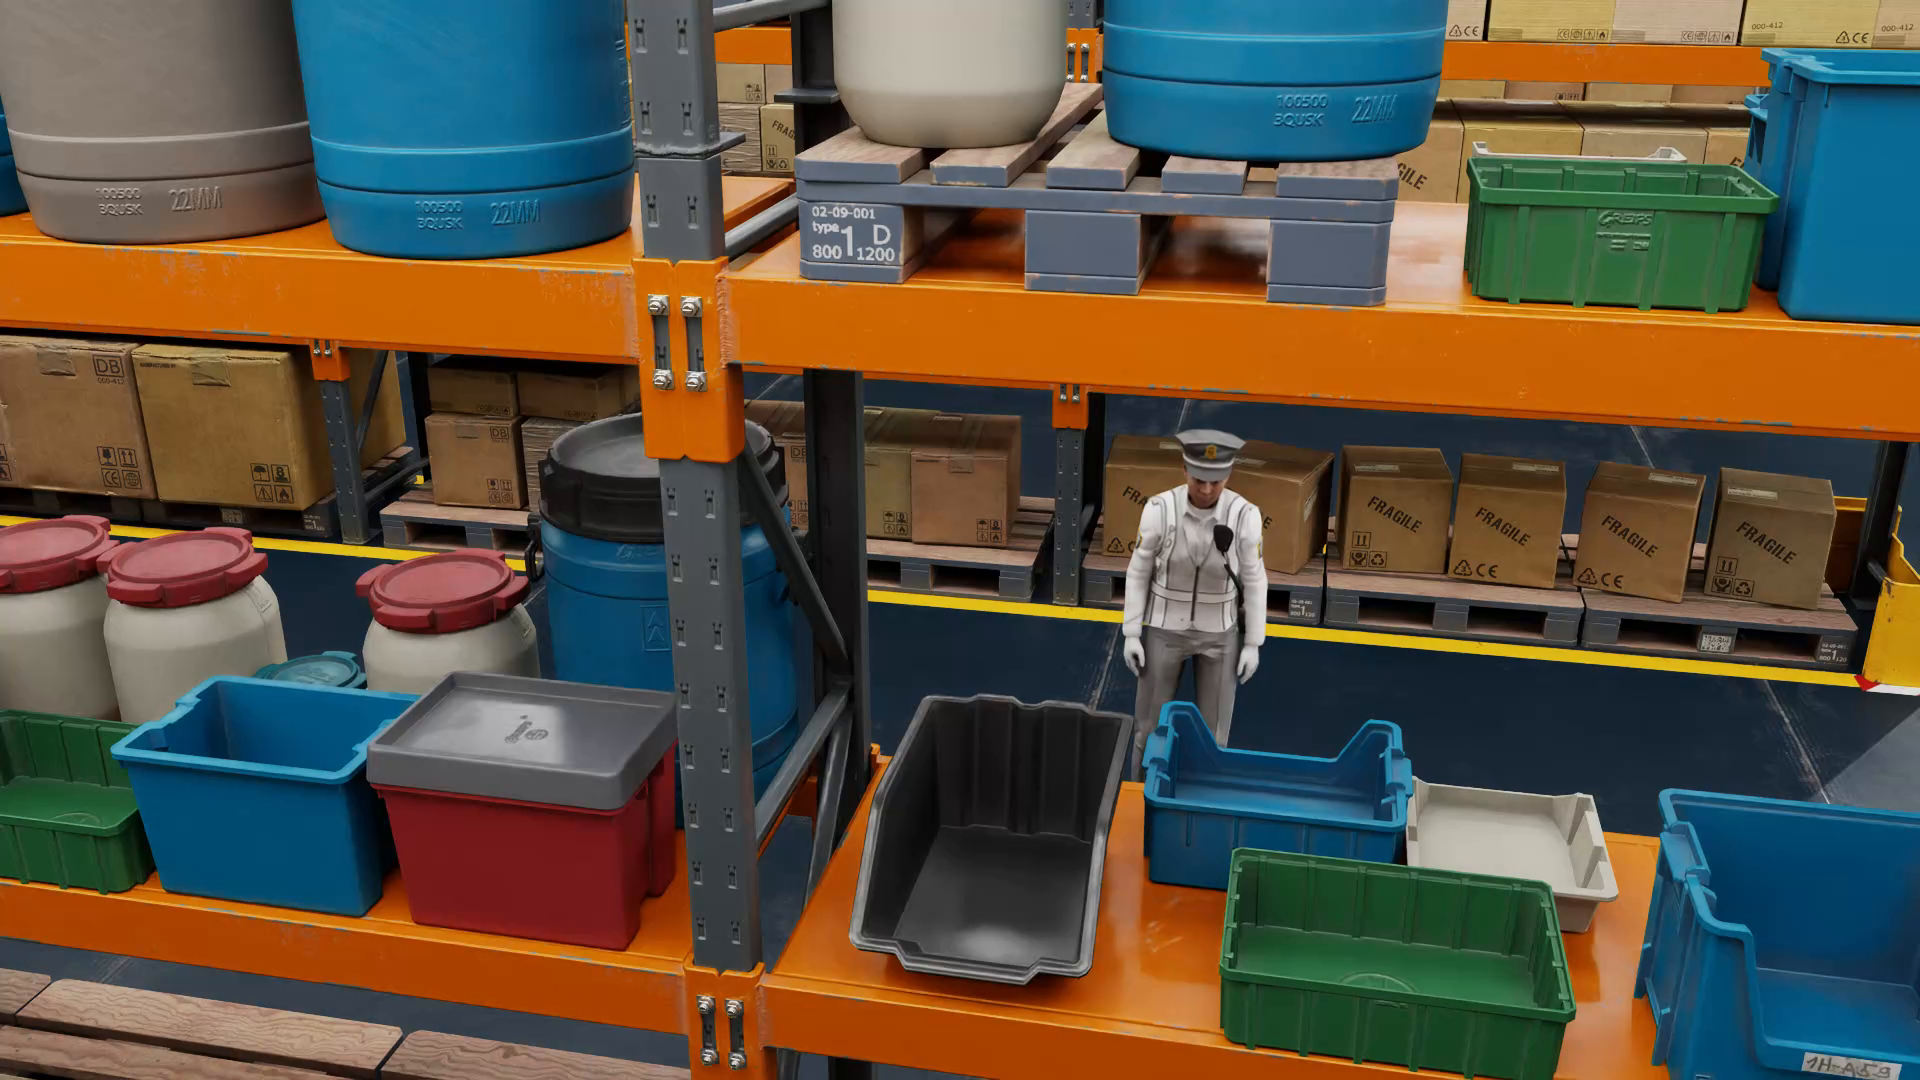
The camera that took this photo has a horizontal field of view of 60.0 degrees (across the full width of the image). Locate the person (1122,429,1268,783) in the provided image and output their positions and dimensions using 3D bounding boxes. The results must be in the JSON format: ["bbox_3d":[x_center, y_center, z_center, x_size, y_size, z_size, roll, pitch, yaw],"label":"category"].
[{"bbox_3d":[0.857,0.382,6.123,0.523,1.662,0.413,4,22,9],"label":"person"}]
